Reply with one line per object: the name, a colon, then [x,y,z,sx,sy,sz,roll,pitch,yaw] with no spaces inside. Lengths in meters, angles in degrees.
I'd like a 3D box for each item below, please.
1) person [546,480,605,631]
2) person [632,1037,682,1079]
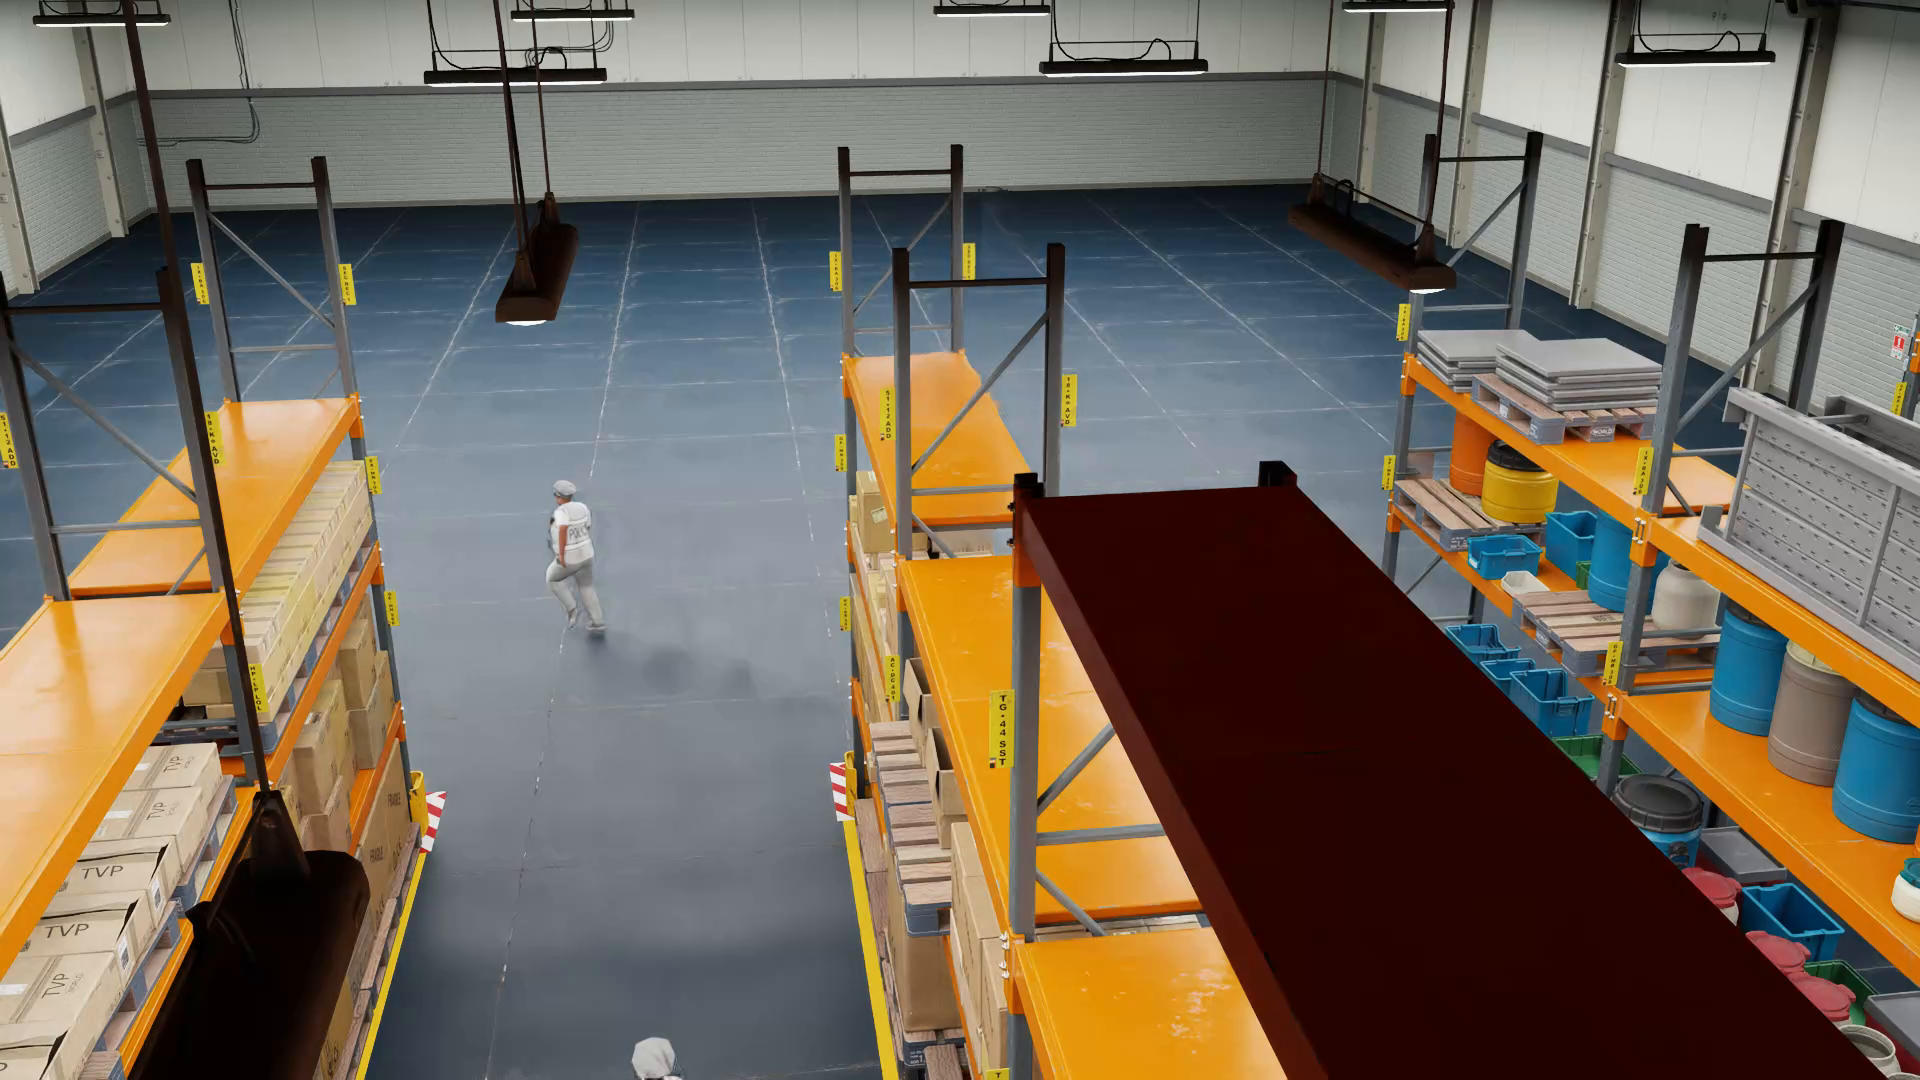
person: [-4.367,0.206,18.740,0.834,1.780,0.693,14,26,31]
person: [-1.797,3.729,10.010,0.582,1.665,0.578,-7,23,-16]
